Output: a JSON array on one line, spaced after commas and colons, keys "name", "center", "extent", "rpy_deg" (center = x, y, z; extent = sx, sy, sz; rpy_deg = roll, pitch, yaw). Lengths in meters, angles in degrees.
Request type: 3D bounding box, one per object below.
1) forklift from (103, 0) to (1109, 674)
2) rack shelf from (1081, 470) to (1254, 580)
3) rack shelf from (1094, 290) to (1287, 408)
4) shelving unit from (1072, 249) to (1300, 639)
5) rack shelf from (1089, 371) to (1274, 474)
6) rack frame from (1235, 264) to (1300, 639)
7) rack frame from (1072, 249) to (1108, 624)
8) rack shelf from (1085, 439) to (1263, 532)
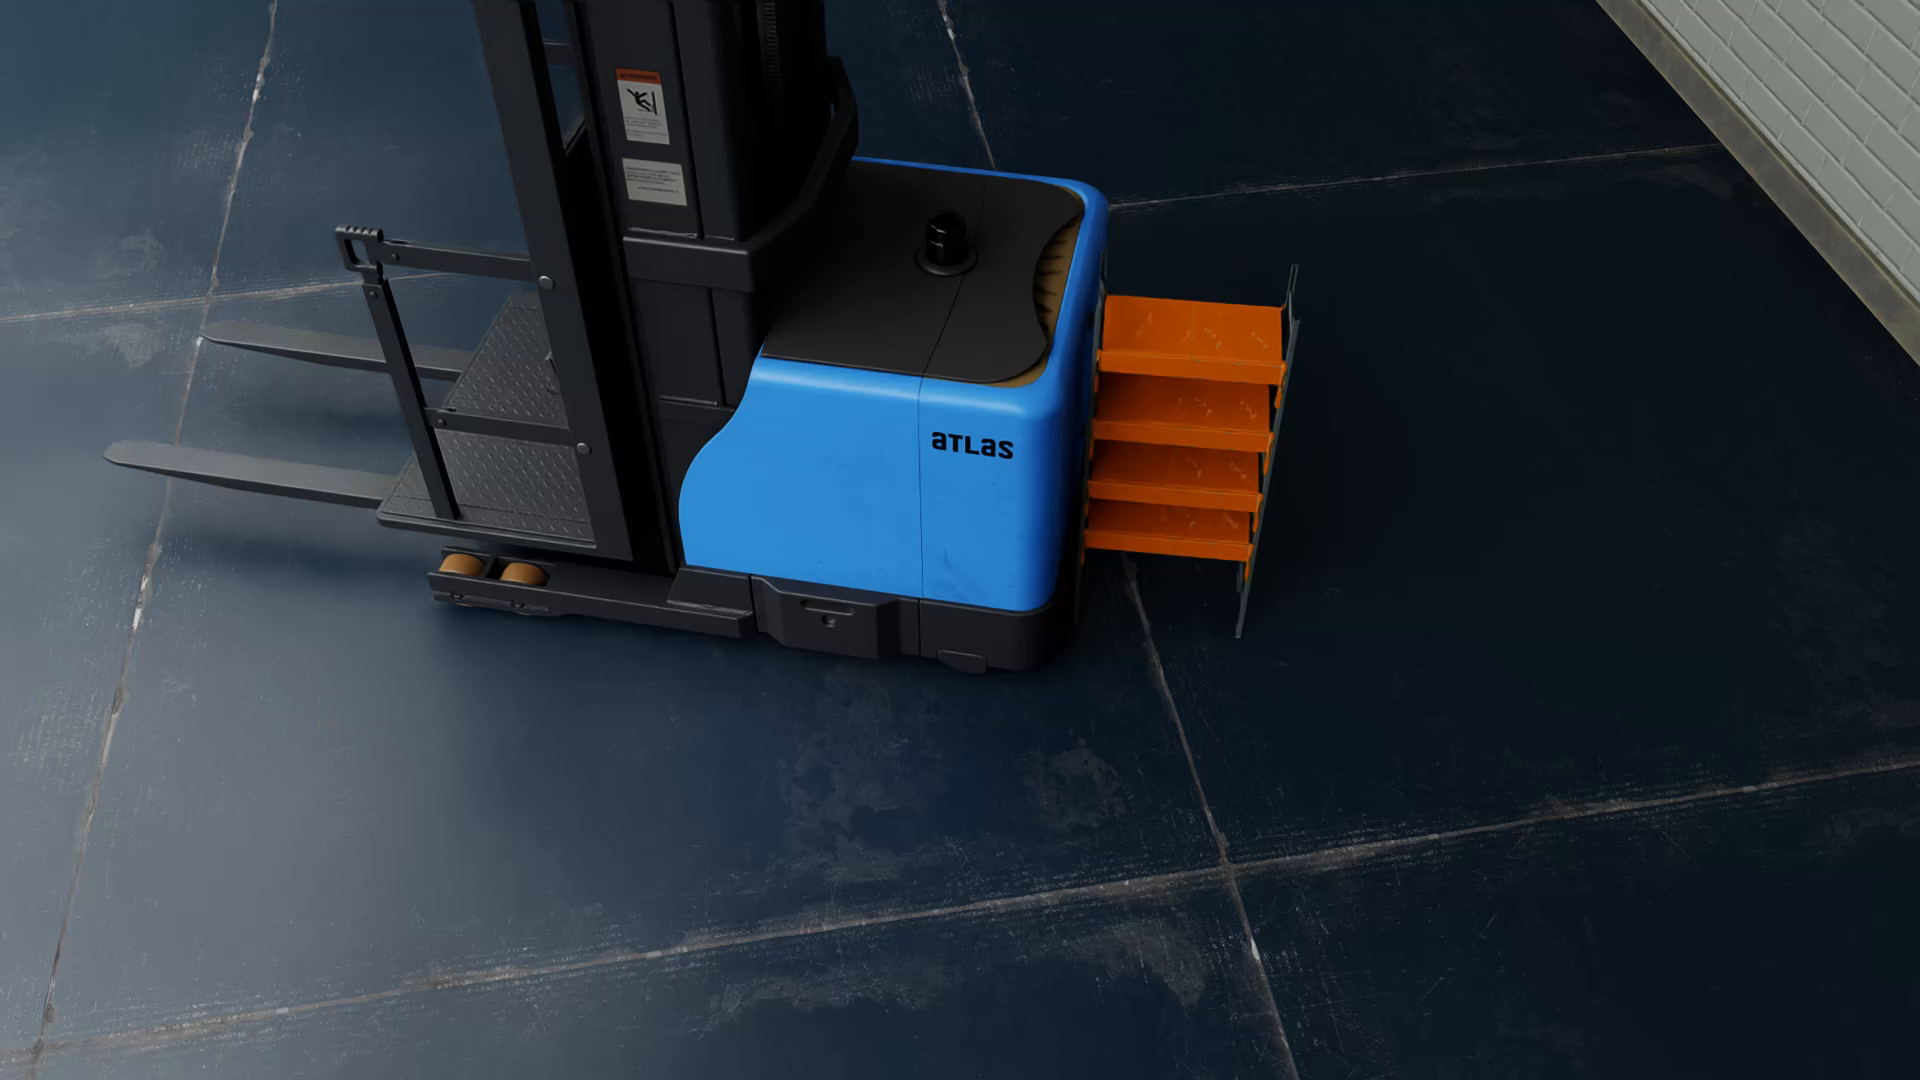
[{"name": "forklift", "center": [-1.131, -1.154, 4.327], "extent": [3.031, 2.935, 1.130], "rpy_deg": [8, 47, 8]}, {"name": "rack shelf", "center": [0.603, -0.044, 4.828], "extent": [0.480, 0.148, 0.258], "rpy_deg": [5, 46, 5]}, {"name": "rack shelf", "center": [0.603, -0.501, 4.354], "extent": [0.480, 0.148, 0.258], "rpy_deg": [5, 46, 5]}, {"name": "shelving unit", "center": [0.603, -0.229, 4.637], "extent": [0.503, 1.200, 0.258], "rpy_deg": [5, 46, 5]}, {"name": "rack shelf", "center": [0.603, -0.337, 4.524], "extent": [0.480, 0.148, 0.258], "rpy_deg": [5, 46, 5]}, {"name": "rack frame", "center": [0.845, -0.207, 4.616], "extent": [0.015, 1.200, 0.240], "rpy_deg": [5, 46, 5]}, {"name": "rack frame", "center": [0.361, -0.250, 4.658], "extent": [0.015, 1.200, 0.240], "rpy_deg": [5, 46, 5]}, {"name": "rack shelf", "center": [0.603, -0.182, 4.685], "extent": [0.480, 0.148, 0.258], "rpy_deg": [5, 46, 5]}]
